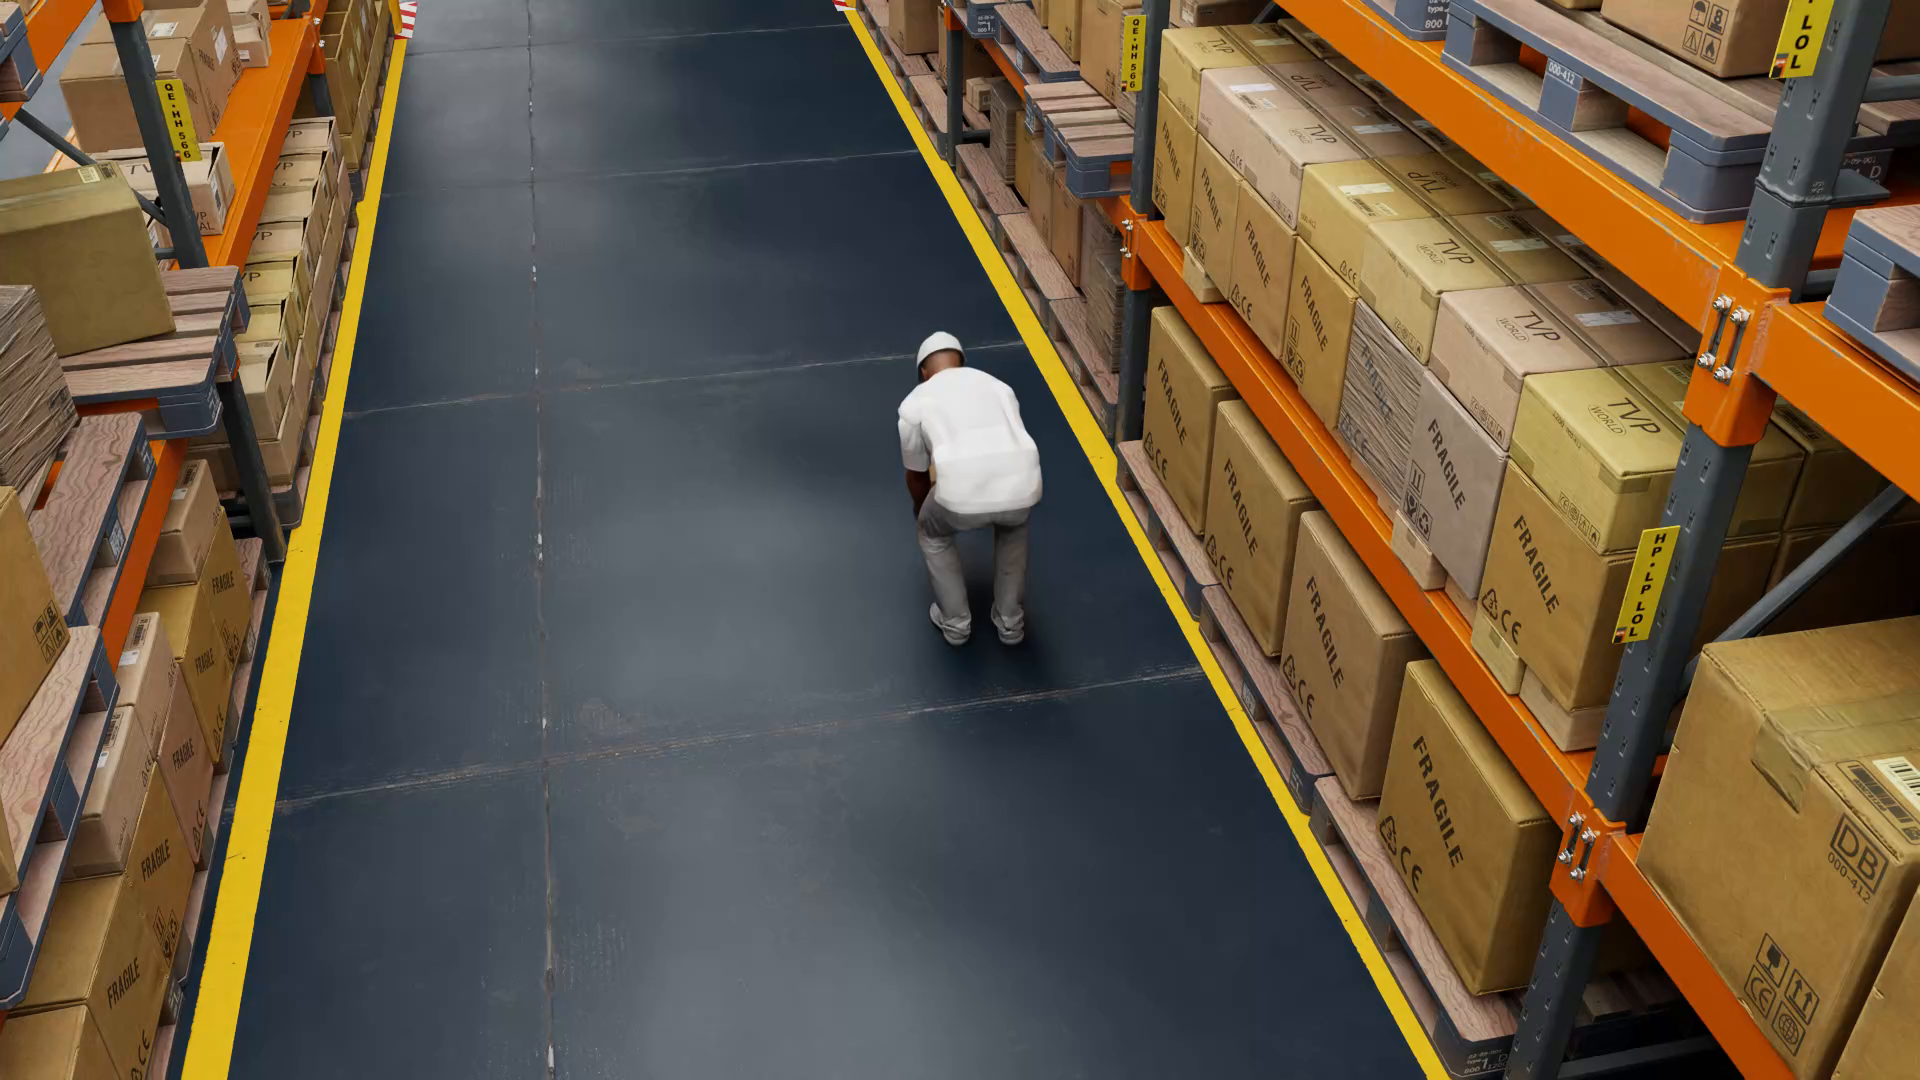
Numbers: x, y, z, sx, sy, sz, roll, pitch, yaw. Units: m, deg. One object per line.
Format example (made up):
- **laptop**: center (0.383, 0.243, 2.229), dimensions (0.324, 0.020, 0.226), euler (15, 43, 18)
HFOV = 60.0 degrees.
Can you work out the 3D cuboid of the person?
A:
- **person**: center (0.018, -0.186, 6.948), dimensions (0.511, 1.143, 0.959), euler (-8, 35, -12)
